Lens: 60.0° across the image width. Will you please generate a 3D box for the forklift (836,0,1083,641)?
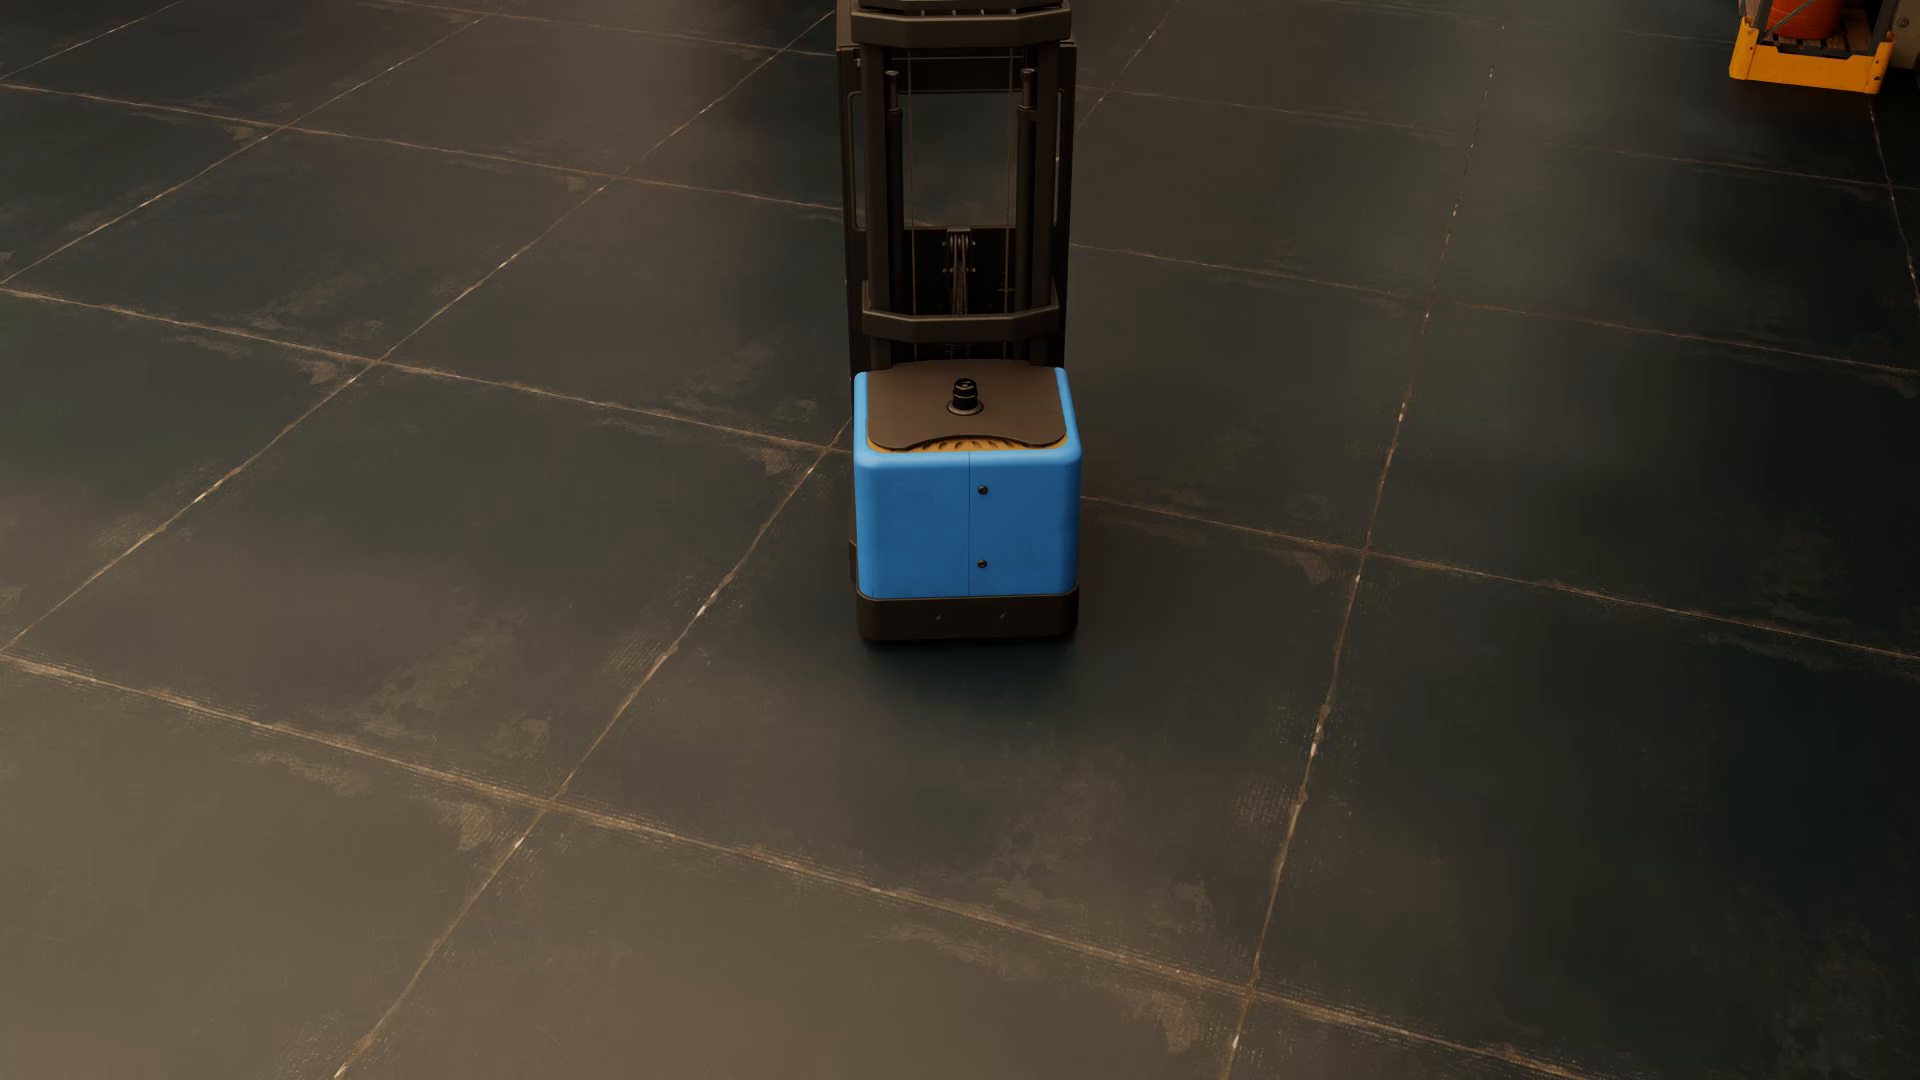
[{"bbox_3d":[-0.029,-1.547,8.293,1.130,2.935,3.031,-2,35,-2],"label":"forklift"}]
